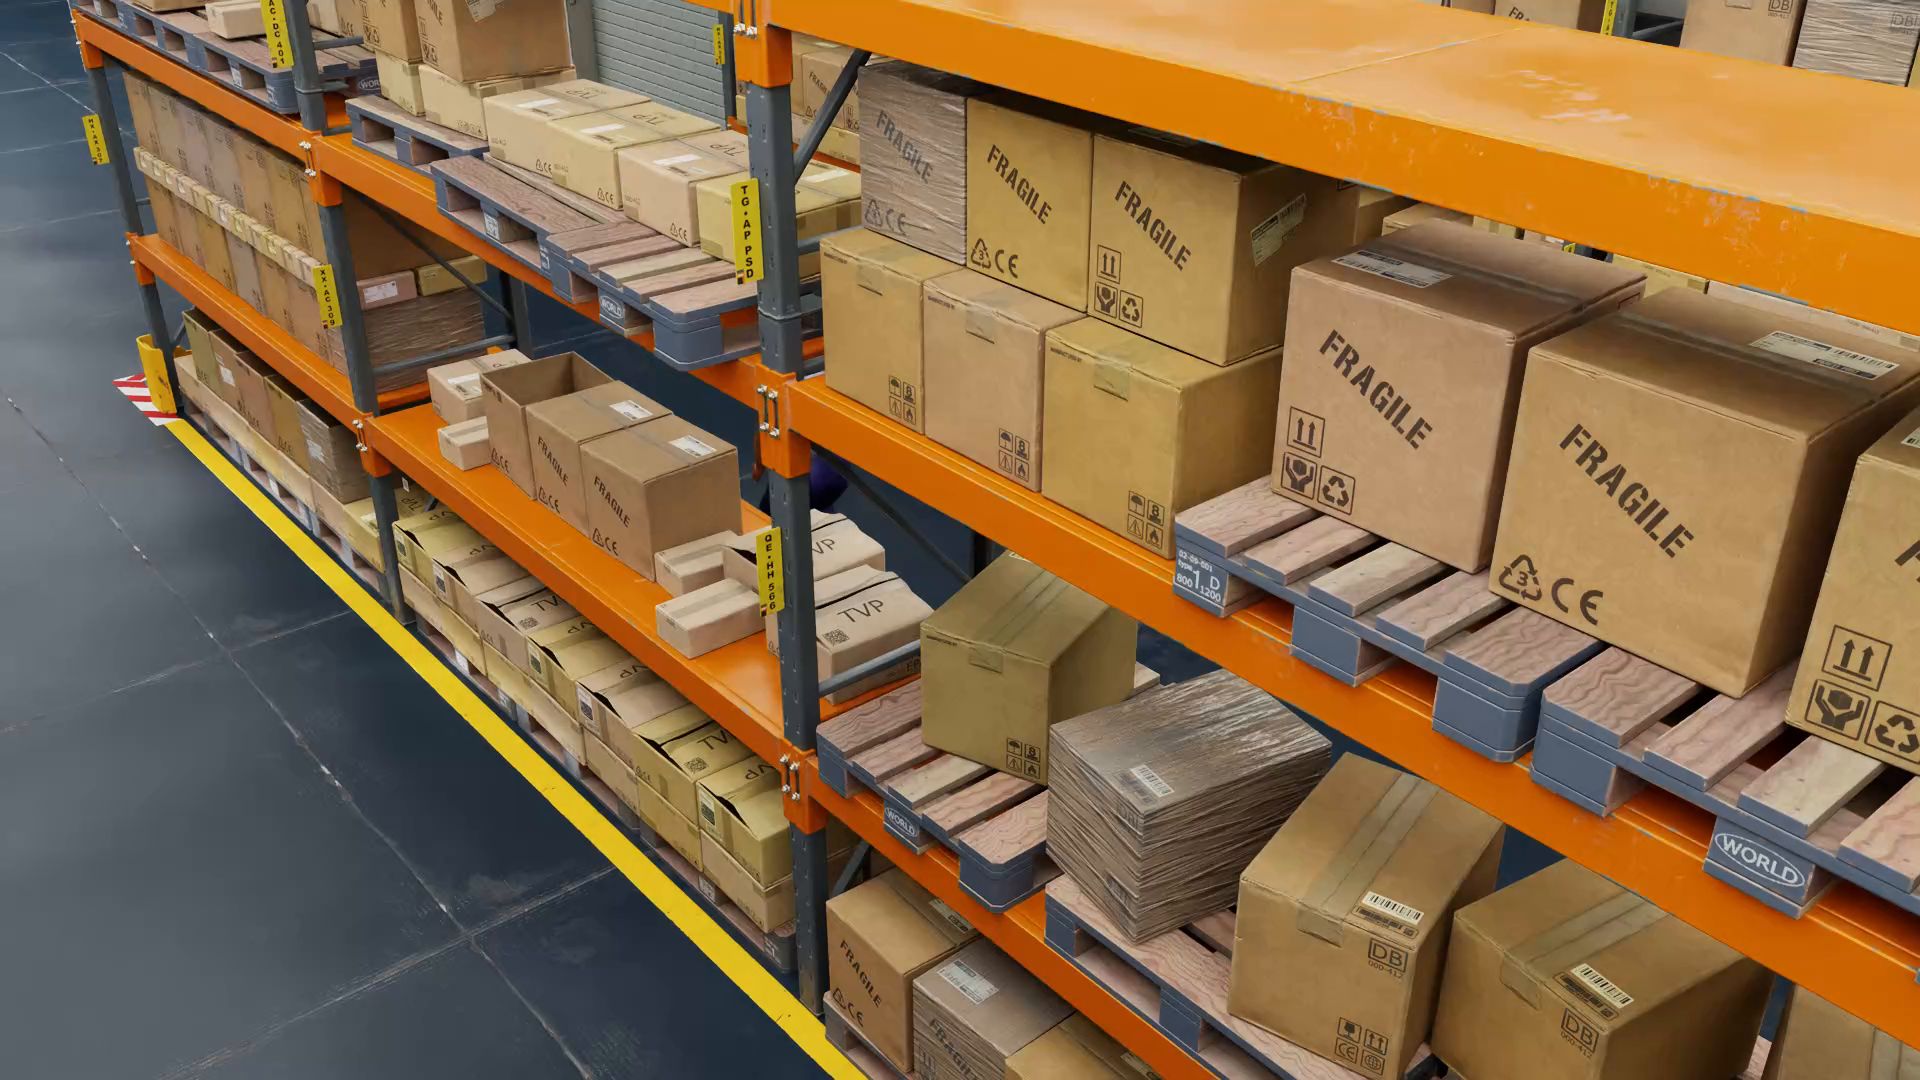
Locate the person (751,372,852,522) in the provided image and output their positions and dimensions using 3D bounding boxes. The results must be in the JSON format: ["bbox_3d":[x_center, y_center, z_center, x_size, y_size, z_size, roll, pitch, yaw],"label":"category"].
[{"bbox_3d":[-0.926,-0.400,9.551,0.522,1.499,0.511,-21,35,-34],"label":"person"}]
